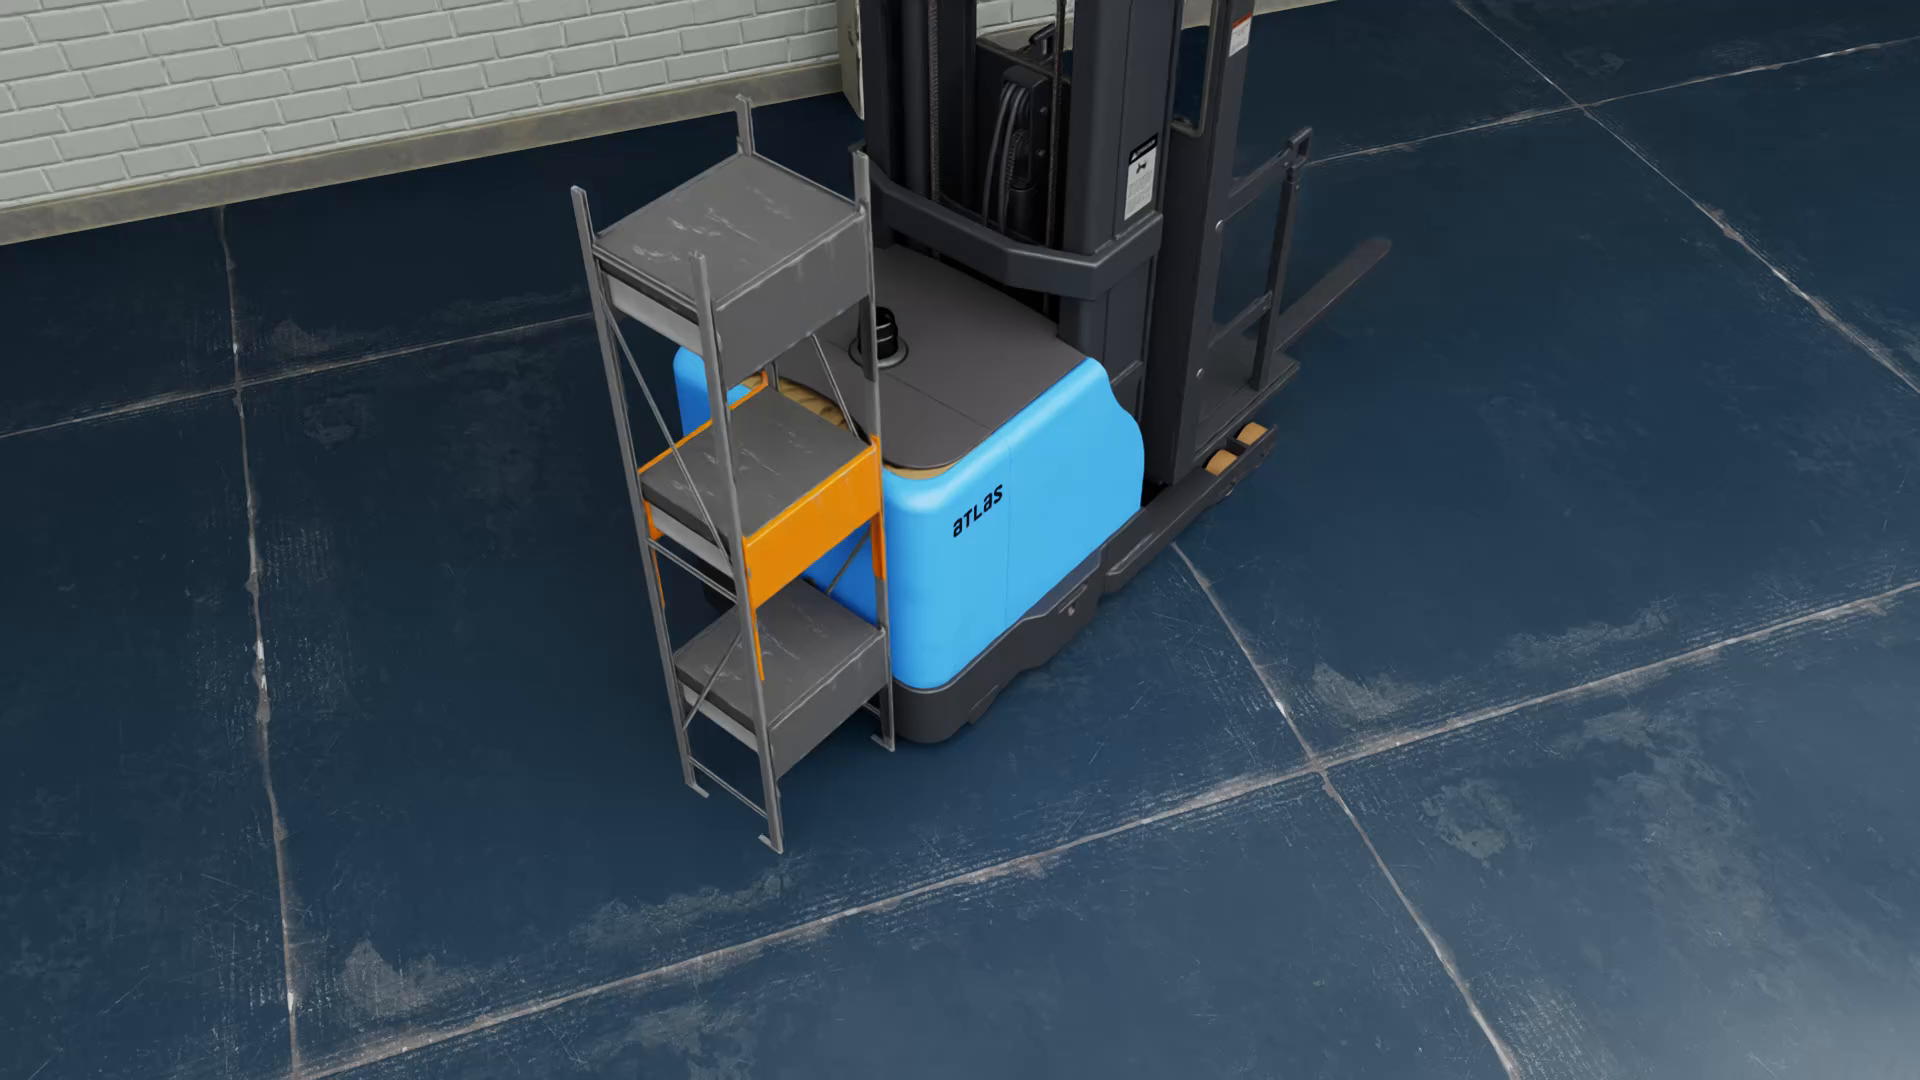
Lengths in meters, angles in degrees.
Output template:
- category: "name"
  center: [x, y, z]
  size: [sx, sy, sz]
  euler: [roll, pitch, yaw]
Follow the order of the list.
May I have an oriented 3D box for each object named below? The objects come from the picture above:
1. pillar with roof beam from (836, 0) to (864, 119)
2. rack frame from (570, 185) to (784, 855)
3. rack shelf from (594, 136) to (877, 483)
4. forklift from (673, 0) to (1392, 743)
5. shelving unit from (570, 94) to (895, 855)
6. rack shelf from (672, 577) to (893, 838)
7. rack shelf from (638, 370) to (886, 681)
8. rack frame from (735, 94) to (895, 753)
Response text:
- category: "pillar with roof beam"
  center: [1.134, -2.403, 1.791]
  size: [0.400, 9.000, 9.100]
  euler: [-14, 47, -14]
- category: "rack frame"
  center: [-0.671, 0.081, 4.187]
  size: [0.400, 2.100, 0.015]
  euler: [31, 53, 27]
- category: "rack shelf"
  center: [-0.514, -0.535, 3.832]
  size: [0.431, 0.518, 0.480]
  euler: [31, 53, 27]
- category: "forklift"
  center: [0.488, -1.395, 5.071]
  size: [1.130, 2.935, 3.031]
  euler: [31, 53, 27]
- category: "shelving unit"
  center: [-0.514, -0.051, 4.318]
  size: [0.431, 2.100, 0.503]
  euler: [31, 53, 27]
- category: "rack shelf"
  center: [-0.514, 0.453, 4.824]
  size: [0.431, 0.518, 0.480]
  euler: [31, 53, 27]
- category: "rack shelf"
  center: [-0.514, -0.041, 4.328]
  size: [0.431, 0.518, 0.480]
  euler: [31, 53, 27]
- category: "rack frame"
  center: [-0.356, -0.183, 4.450]
  size: [0.400, 2.100, 0.015]
  euler: [31, 53, 27]
